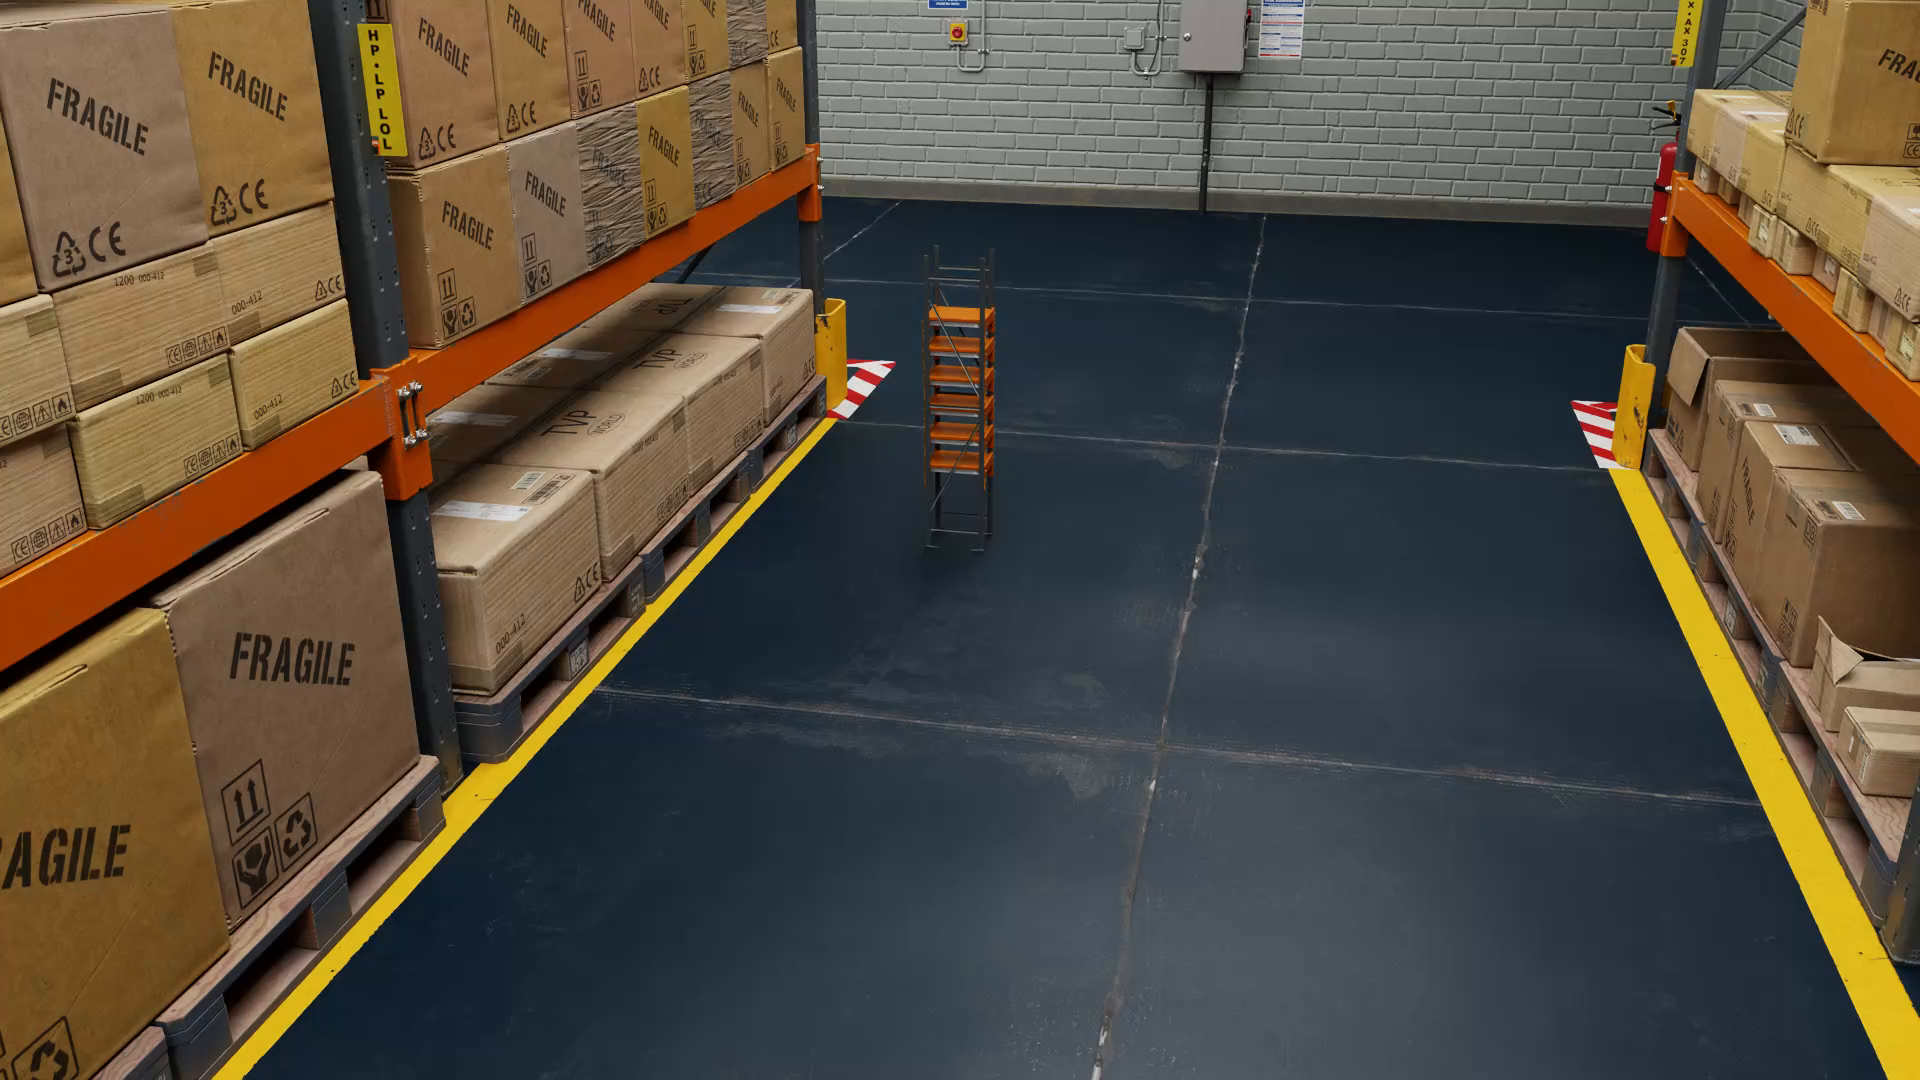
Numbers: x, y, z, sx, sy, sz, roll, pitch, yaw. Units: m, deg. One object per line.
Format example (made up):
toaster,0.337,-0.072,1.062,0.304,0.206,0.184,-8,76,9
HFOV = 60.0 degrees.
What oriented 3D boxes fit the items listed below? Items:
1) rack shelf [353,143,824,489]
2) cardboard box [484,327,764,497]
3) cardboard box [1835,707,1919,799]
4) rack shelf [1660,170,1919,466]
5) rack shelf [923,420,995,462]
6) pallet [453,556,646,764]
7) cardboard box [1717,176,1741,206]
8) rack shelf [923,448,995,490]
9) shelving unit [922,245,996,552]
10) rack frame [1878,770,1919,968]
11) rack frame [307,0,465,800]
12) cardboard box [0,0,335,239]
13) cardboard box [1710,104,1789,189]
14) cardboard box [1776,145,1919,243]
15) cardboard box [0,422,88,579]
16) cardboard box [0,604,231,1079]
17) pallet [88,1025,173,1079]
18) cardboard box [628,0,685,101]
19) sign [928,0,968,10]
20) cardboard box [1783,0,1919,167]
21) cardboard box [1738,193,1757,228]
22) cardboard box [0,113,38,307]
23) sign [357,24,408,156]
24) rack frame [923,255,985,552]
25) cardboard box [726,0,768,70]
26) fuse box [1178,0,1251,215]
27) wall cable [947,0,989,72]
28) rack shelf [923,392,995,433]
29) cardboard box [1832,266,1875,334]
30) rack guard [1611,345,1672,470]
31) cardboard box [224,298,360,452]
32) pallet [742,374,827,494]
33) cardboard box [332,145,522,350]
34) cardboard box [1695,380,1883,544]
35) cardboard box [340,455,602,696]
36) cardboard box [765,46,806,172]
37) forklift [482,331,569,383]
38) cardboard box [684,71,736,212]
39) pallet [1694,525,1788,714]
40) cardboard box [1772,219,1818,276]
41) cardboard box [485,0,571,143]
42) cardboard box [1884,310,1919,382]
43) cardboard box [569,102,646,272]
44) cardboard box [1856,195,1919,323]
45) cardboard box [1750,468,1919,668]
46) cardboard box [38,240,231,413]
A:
rack shelf,-1.599,-1.079,6.481,1.077,0.370,4.000,4,22,11
cardboard box,-1.406,-0.566,7.112,0.875,0.438,0.875,5,22,12
cardboard box,2.679,0.597,4.610,0.380,0.149,0.250,4,22,9
rack shelf,3.261,-0.702,5.544,1.077,0.370,4.000,4,22,11
rack shelf,-0.003,-0.399,6.678,0.258,0.103,0.180,4,22,11
pallet,-1.775,0.340,5.727,1.003,0.211,1.213,4,22,11
cardboard box,3.327,-1.455,6.787,0.380,0.149,0.250,5,22,12
rack shelf,-0.003,-0.287,6.723,0.258,0.103,0.180,4,22,11
shelving unit,-0.003,-0.551,6.616,0.258,1.200,0.189,4,22,11
rack frame,2.853,-0.304,3.594,1.000,3.000,0.127,4,22,11
rack frame,-2.007,-0.681,4.530,1.000,3.000,0.127,4,22,11
cardboard box,-1.852,-1.009,3.871,0.500,0.500,0.500,5,23,13
cardboard box,3.210,-1.506,6.380,0.500,0.250,0.500,5,22,11
cardboard box,3.027,-1.131,5.450,0.500,0.250,0.500,4,22,10
cardboard box,-2.078,-0.059,3.186,0.500,0.250,0.500,4,22,9
cardboard box,-2.232,0.673,3.449,0.875,0.875,0.875,5,22,12
pallet,-2.337,1.348,3.225,1.003,0.211,1.213,4,22,11
cardboard box,-1.342,-1.902,6.089,0.500,0.500,0.500,4,22,11
sign,-0.098,-4.360,13.301,0.327,0.218,0.001,4,22,11
cardboard box,3.007,-1.489,5.335,0.500,0.500,0.500,5,22,12
cardboard box,3.196,-1.268,6.324,0.380,0.149,0.250,5,23,13
cardboard box,-2.073,-0.635,2.943,0.500,0.500,0.500,5,23,13
sign,-1.474,-1.144,4.235,0.100,0.325,0.005,4,22,11
rack frame,-0.022,-0.518,6.533,0.240,1.200,0.006,4,22,11
cardboard box,-1.134,-2.267,6.994,0.500,0.500,0.500,5,22,11
fuse box,1.964,-3.397,12.998,0.539,1.711,0.414,4,22,11
wall cable,-0.063,-4.694,13.092,0.585,1.953,0.123,4,22,11
rack shelf,-0.003,-0.510,6.633,0.258,0.103,0.180,4,22,11
cardboard box,2.837,-0.707,4.930,0.380,0.149,0.250,4,22,10
rack guard,3.654,-0.580,7.624,1.175,0.500,0.348,4,22,11
cardboard box,-1.852,-0.428,4.103,0.500,0.250,0.500,4,22,10
pallet,-1.277,-0.552,7.942,1.003,0.211,1.213,4,22,11
cardboard box,-1.655,-0.879,4.888,0.500,0.500,0.500,5,23,13
cardboard box,3.239,-0.276,6.308,0.700,0.500,0.500,5,23,13
cardboard box,-1.774,0.091,5.480,0.875,0.438,0.875,4,22,10
cardboard box,-1.030,-1.994,7.656,0.500,0.500,0.500,5,22,11
forklift,-3.442,-1.994,7.881,1.130,2.935,3.031,15,27,34
cardboard box,-1.242,-1.623,6.734,0.500,0.500,0.500,5,22,12
pallet,3.241,0.291,5.850,1.003,0.211,1.213,4,22,11
cardboard box,2.988,-0.986,5.623,0.380,0.149,0.250,5,22,12
cardboard box,-1.563,-1.531,5.169,0.500,0.500,0.500,4,22,10
cardboard box,2.732,-0.517,4.459,0.380,0.149,0.250,5,22,12
cardboard box,-1.440,-1.244,5.795,0.500,0.500,0.500,5,22,11
cardboard box,2.806,-0.762,4.533,0.500,0.250,0.500,5,22,11
cardboard box,3.027,0.103,5.366,0.700,0.500,0.500,4,22,9
cardboard box,-1.954,-0.480,3.563,0.500,0.250,0.500,5,22,12
